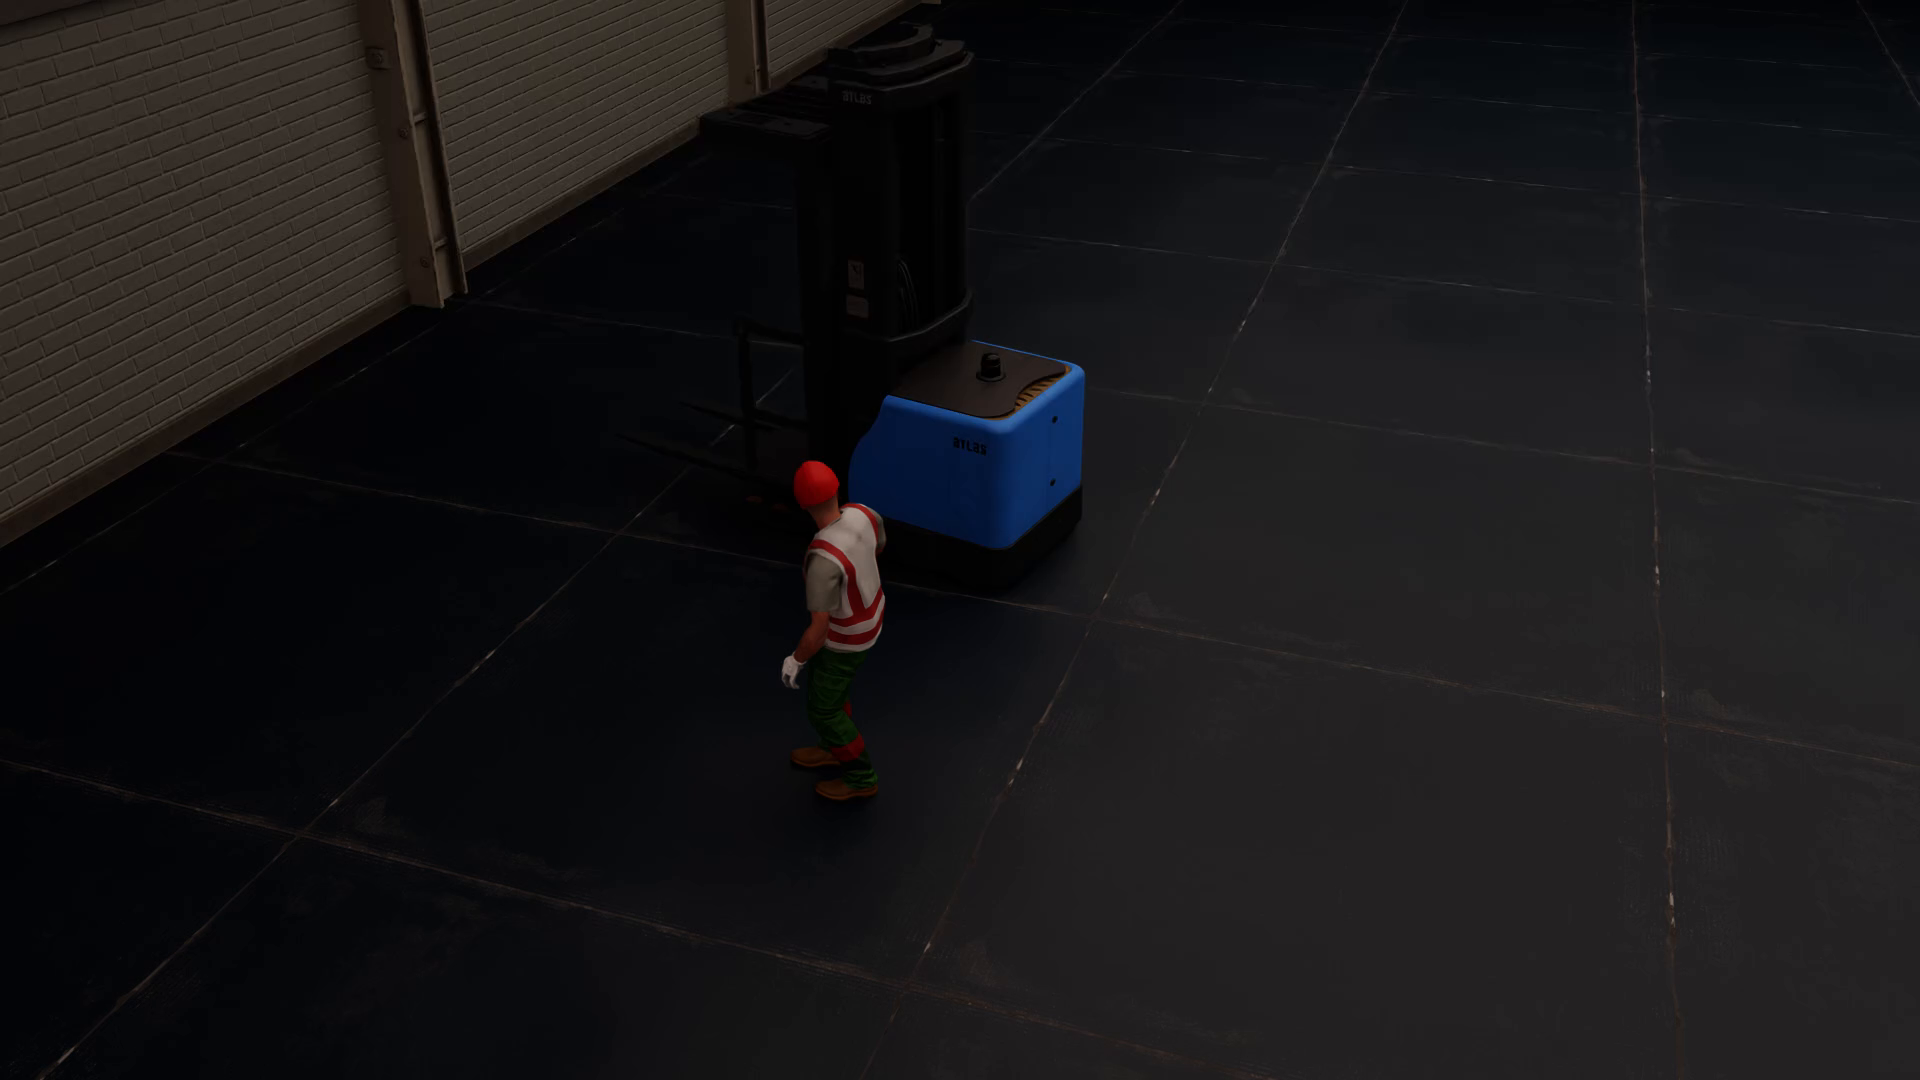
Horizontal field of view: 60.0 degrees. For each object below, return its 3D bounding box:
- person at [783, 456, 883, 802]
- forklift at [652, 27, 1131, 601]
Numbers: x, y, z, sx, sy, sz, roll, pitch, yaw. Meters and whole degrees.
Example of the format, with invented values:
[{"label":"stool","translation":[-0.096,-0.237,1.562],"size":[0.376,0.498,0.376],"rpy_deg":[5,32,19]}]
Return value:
[{"label":"person","translation":[-0.598,0.396,7.612],"size":[0.478,1.774,0.723],"rpy_deg":[6,30,11]},{"label":"forklift","translation":[-0.525,-1.459,9.697],"size":[3.031,2.935,1.130],"rpy_deg":[17,34,27]}]
